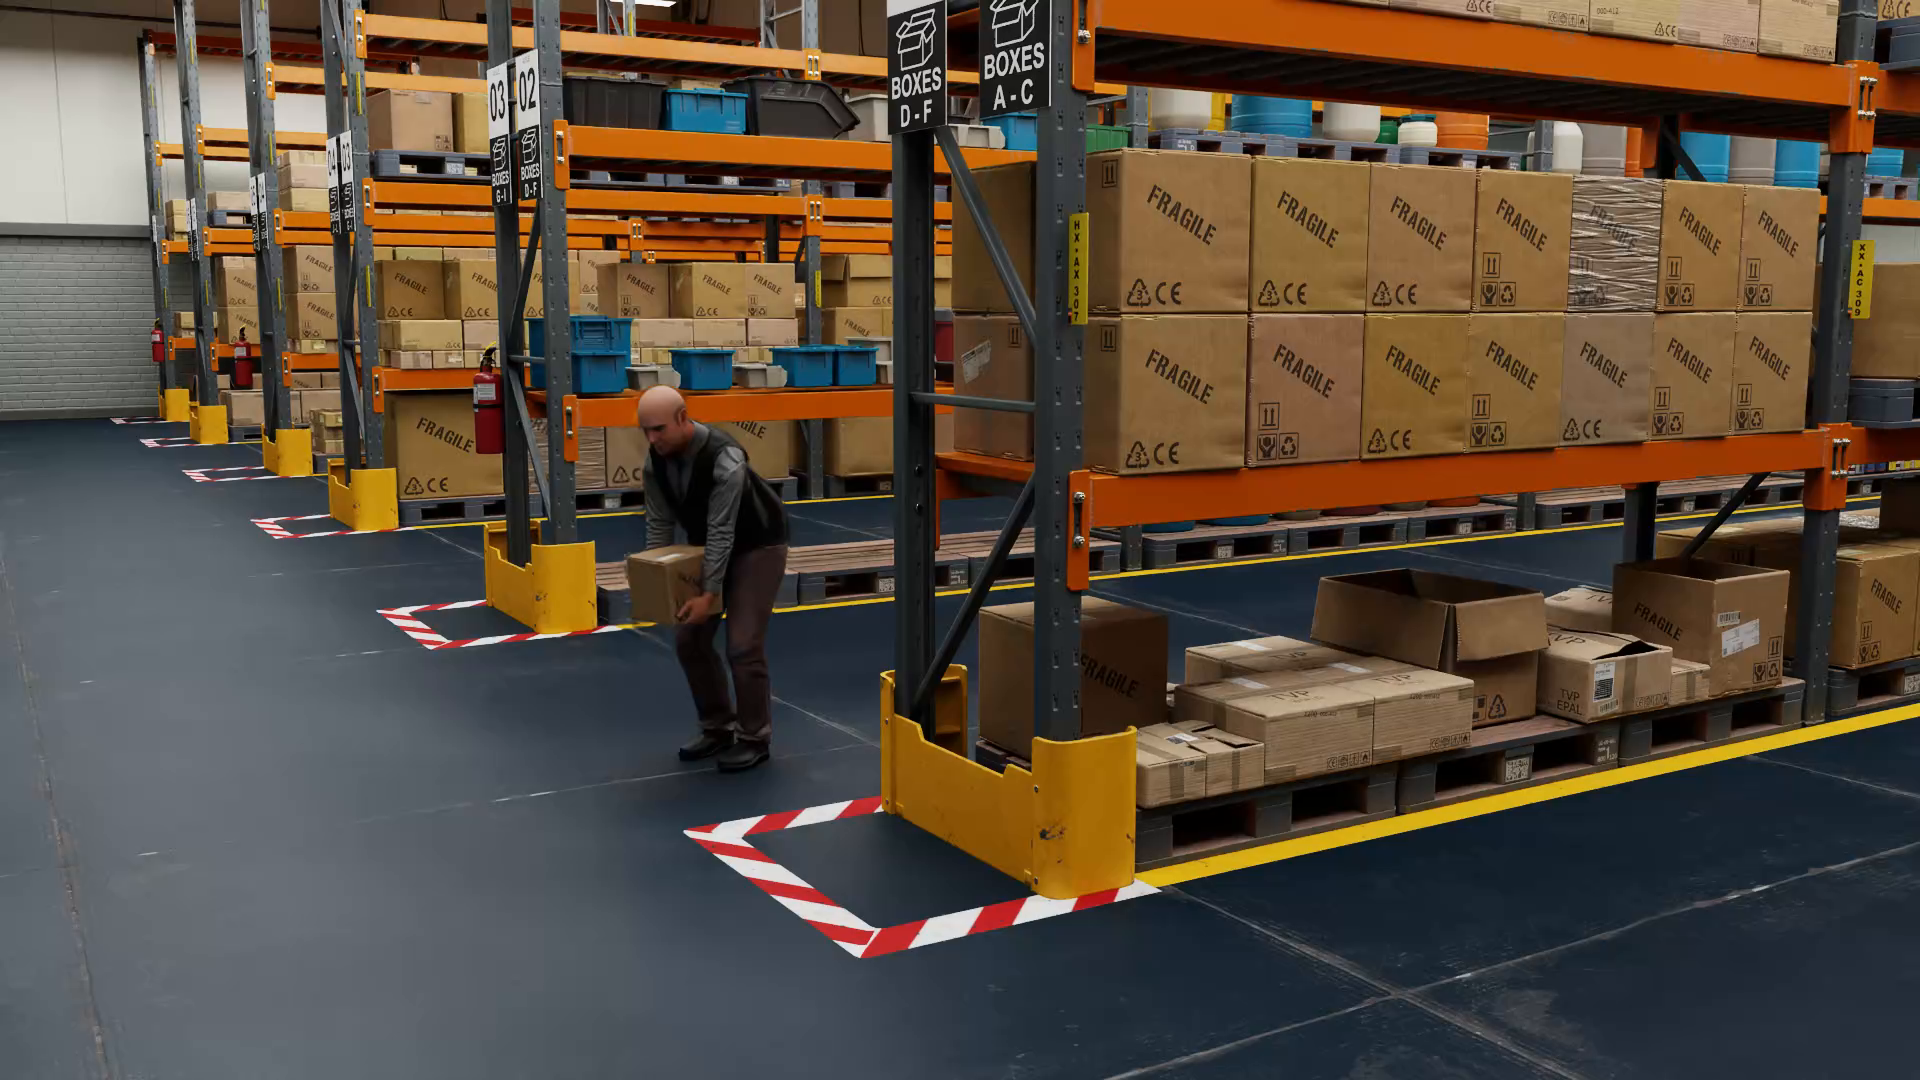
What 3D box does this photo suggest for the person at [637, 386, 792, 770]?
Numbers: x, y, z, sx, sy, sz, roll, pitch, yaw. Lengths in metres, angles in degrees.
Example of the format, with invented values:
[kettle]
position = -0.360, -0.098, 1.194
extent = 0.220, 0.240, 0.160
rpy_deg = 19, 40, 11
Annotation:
[person]
position = -0.988, 0.148, 6.570
extent = 0.476, 1.529, 0.751
rpy_deg = 5, 9, 31
